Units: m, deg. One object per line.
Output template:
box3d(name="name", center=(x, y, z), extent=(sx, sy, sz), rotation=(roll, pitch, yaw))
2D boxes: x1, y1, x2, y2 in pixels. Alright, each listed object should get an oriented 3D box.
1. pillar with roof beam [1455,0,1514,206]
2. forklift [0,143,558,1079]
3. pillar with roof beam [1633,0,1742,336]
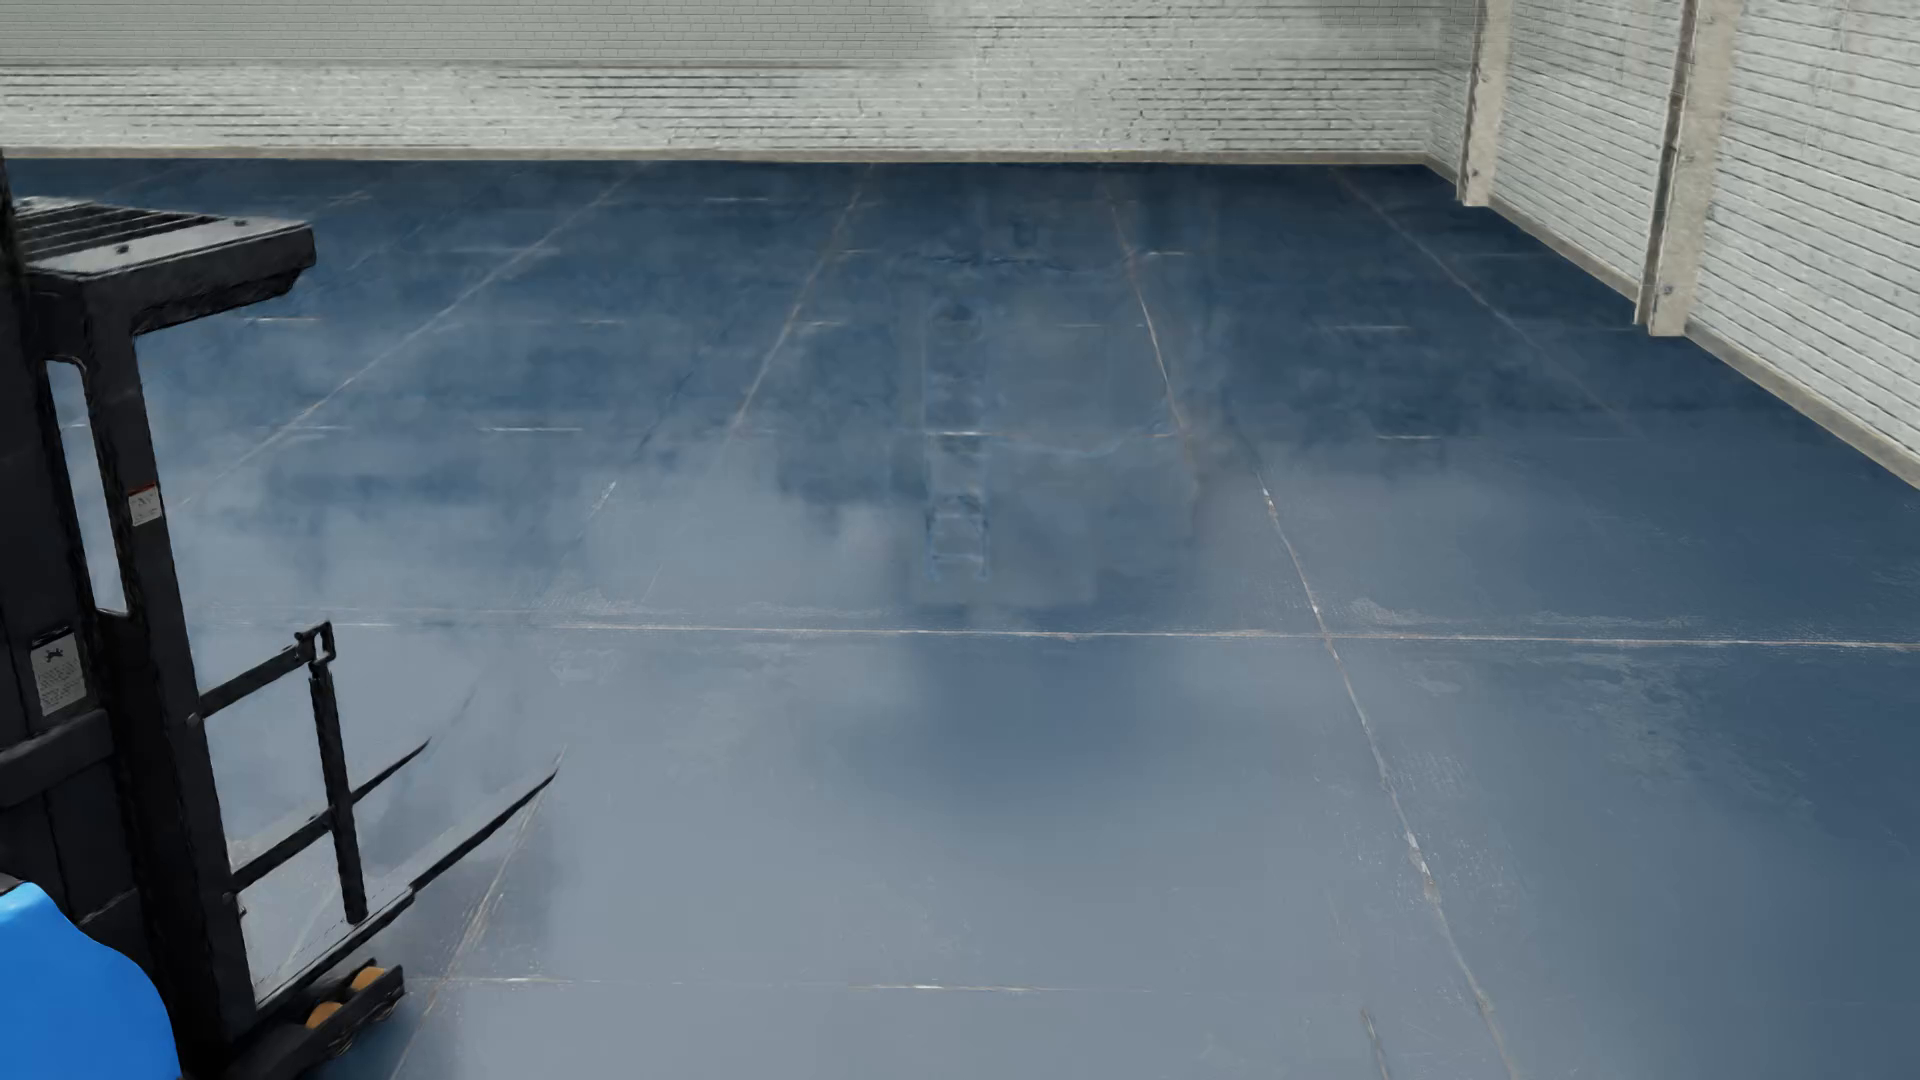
box3d(name="pillar with roof beam", center=(4.776, -10.316, 21.177), extent=(9.100, 9.000, 0.400), rotation=(1, 21, 2))
box3d(name="forklift", center=(0.714, -2.006, 8.146), extent=(1.130, 2.935, 3.031), rotation=(9, 23, 21))
box3d(name="pillar with roof beam", center=(4.593, -8.147, 15.586), extent=(9.100, 9.000, 0.400), rotation=(1, 21, 2))
